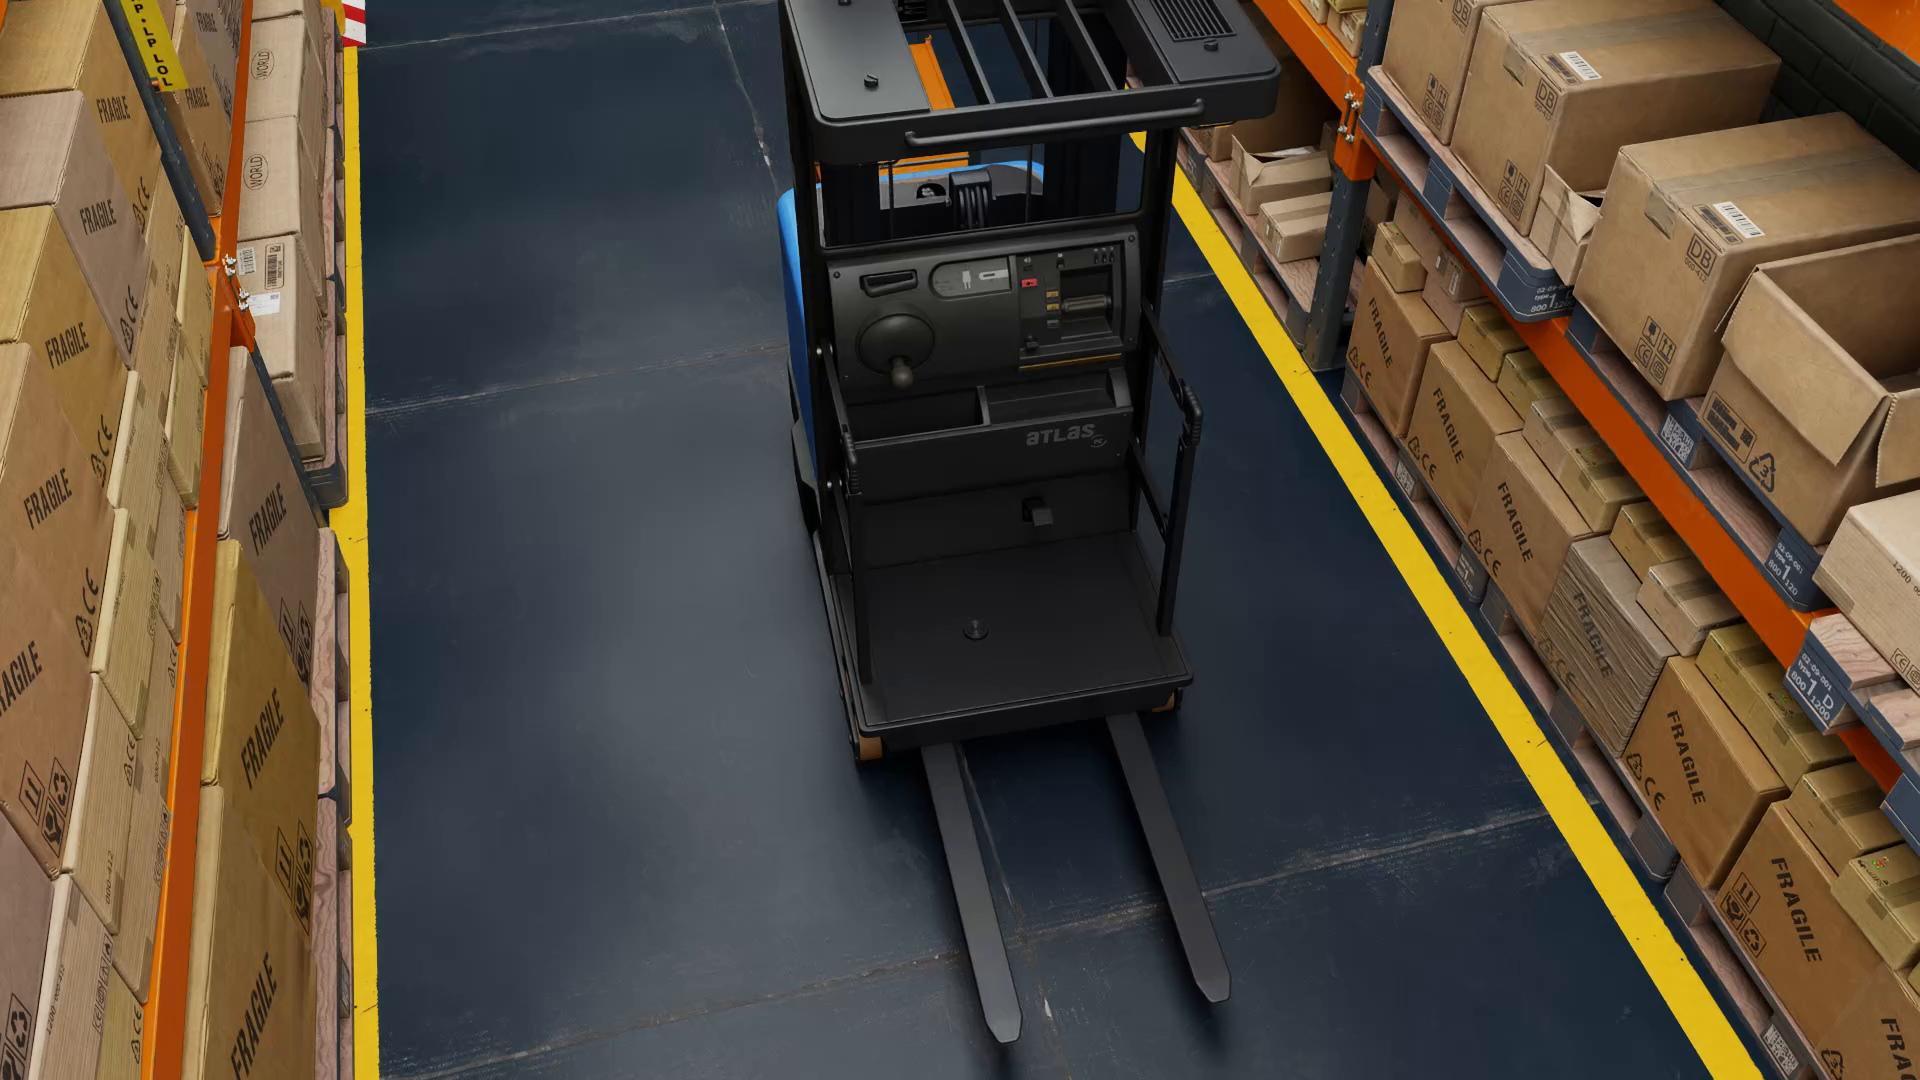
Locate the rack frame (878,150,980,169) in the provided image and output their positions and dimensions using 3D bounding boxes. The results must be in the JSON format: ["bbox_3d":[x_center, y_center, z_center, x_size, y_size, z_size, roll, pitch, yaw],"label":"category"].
[{"bbox_3d":[-0.172,-1.056,6.498,0.500,1.125,0.032,-8,46,-8],"label":"rack frame"}]

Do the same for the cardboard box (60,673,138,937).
[{"bbox_3d":[-1.974,0.577,3.339,0.500,0.250,0.500,-11,47,-10],"label":"cardboard box"}]

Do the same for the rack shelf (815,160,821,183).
[{"bbox_3d":[-0.274,-1.241,7.021,0.538,0.278,1.000,-8,46,-8],"label":"rack shelf"}]

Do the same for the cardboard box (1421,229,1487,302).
[{"bbox_3d":[1.884,-1.010,5.933,0.380,0.149,0.250,-13,47,-12],"label":"cardboard box"}]

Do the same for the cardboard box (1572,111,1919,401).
[{"bbox_3d":[2.178,-0.782,4.552,0.700,0.500,0.500,-11,47,-11],"label":"cardboard box"}]

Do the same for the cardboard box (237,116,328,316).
[{"bbox_3d":[-3.147,-1.285,6.909,0.875,0.438,0.875,-12,47,-11],"label":"cardboard box"}]

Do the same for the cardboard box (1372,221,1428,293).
[{"bbox_3d":[1.771,-1.077,6.207,0.380,0.149,0.250,-9,46,-8],"label":"cardboard box"}]

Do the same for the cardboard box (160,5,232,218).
[{"bbox_3d":[-2.728,-1.371,5.423,0.500,0.500,0.500,-9,46,-9],"label":"cardboard box"}]

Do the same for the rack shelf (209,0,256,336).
[{"bbox_3d":[-3.372,-2.093,6.704,1.077,0.370,4.000,-11,47,-10],"label":"rack shelf"}]

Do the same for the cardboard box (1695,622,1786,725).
[{"bbox_3d":[2.377,0.359,4.800,0.380,0.149,0.250,-11,47,-11],"label":"cardboard box"}]

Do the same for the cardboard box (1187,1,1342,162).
[{"bbox_3d":[1.425,-2.154,7.717,0.700,0.500,0.500,-12,47,-12],"label":"cardboard box"}]

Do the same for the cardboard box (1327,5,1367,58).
[{"bbox_3d":[1.611,-1.960,6.246,0.380,0.149,0.250,-10,46,-10],"label":"cardboard box"}]

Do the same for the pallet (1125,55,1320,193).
[{"bbox_3d":[1.446,-2.216,8.274,1.003,0.211,1.213,-11,47,-10],"label":"pallet"}]

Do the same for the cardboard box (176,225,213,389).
[{"bbox_3d":[-2.502,-0.648,4.889,0.500,0.250,0.500,-12,47,-11],"label":"cardboard box"}]

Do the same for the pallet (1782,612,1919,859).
[{"bbox_3d":[2.719,0.500,3.794,1.213,0.211,1.003,-11,47,-10],"label":"pallet"}]

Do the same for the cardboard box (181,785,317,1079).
[{"bbox_3d":[-2.157,1.286,4.083,0.875,0.875,0.875,-10,46,-10],"label":"cardboard box"}]

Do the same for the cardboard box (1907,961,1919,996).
[{"bbox_3d":[2.590,1.094,4.080,0.380,0.149,0.250,-13,47,-12],"label":"cardboard box"}]

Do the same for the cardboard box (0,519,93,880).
[{"bbox_3d":[-1.980,0.327,3.059,0.500,0.500,0.500,-9,46,-9],"label":"cardboard box"}]

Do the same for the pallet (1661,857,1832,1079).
[{"bbox_3d":[2.806,1.341,4.788,1.003,0.211,1.213,-11,47,-10],"label":"pallet"}]

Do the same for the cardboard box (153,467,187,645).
[{"bbox_3d":[-2.262,0.056,4.200,0.500,0.250,0.500,-12,47,-11],"label":"cardboard box"}]

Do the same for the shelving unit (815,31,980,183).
[{"bbox_3d":[-0.274,-1.412,6.846,0.538,1.125,1.048,-8,46,-8],"label":"shelving unit"}]

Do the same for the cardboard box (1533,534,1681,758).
[{"bbox_3d":[2.239,0.300,5.312,0.500,0.500,0.500,-12,47,-12],"label":"cardboard box"}]

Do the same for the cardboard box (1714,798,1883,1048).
[{"bbox_3d":[2.527,1.016,4.611,0.500,0.500,0.500,-11,47,-11],"label":"cardboard box"}]

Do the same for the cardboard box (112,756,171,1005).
[{"bbox_3d":[-1.996,0.752,3.518,0.500,0.250,0.500,-9,46,-9],"label":"cardboard box"}]

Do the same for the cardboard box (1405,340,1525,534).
[{"bbox_3d":[1.989,-0.405,6.003,0.500,0.500,0.500,-11,47,-11],"label":"cardboard box"}]

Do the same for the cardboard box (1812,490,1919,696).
[{"bbox_3d":[2.378,0.124,3.839,0.500,0.250,0.500,-13,47,-12],"label":"cardboard box"}]

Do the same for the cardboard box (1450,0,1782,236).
[{"bbox_3d":[1.977,-1.323,5.083,0.700,0.500,0.500,-10,46,-10],"label":"cardboard box"}]

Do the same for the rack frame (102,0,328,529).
[{"bbox_3d":[-2.860,-0.964,5.094,1.000,3.000,0.127,-11,47,-10],"label":"rack frame"}]

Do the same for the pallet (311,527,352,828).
[{"bbox_3d":[-2.590,0.531,5.582,1.003,0.211,1.213,-11,47,-10],"label":"pallet"}]

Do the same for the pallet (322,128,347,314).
[{"bbox_3d":[-3.295,-1.371,7.446,1.003,0.211,1.213,-11,47,-10],"label":"pallet"}]

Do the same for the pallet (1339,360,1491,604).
[{"bbox_3d":[2.182,-0.343,6.439,1.003,0.211,1.213,-11,47,-10],"label":"pallet"}]

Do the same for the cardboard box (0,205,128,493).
[{"bbox_3d":[-2.253,-0.377,3.749,0.500,0.500,0.500,-9,46,-9],"label":"cardboard box"}]

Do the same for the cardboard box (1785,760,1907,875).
[{"bbox_3d":[2.465,0.721,4.445,0.380,0.149,0.250,-12,47,-12],"label":"cardboard box"}]

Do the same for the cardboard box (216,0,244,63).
[{"bbox_3d":[-2.973,-2.063,6.102,0.500,0.500,0.500,-10,47,-10],"label":"cardboard box"}]

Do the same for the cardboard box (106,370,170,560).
[{"bbox_3d":[-2.239,-0.126,4.028,0.500,0.250,0.500,-10,46,-9],"label":"cardboard box"}]

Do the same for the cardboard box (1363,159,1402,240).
[{"bbox_3d":[1.996,-1.579,7.286,0.500,0.311,0.500,-9,46,-9],"label":"cardboard box"}]

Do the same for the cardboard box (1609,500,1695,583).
[{"bbox_3d":[2.264,-0.006,5.157,0.380,0.149,0.250,-11,47,-10],"label":"cardboard box"}]

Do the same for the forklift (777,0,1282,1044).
[{"bbox_3d":[0.126,-0.590,4.776,1.130,2.935,3.031,-8,46,-8],"label":"forklift"}]

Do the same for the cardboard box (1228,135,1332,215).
[{"bbox_3d":[1.419,-1.641,7.379,0.396,0.266,0.258,-9,46,-9],"label":"cardboard box"}]

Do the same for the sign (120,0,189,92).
[{"bbox_3d":[-2.338,-1.447,4.813,0.100,0.325,0.005,-11,47,-10],"label":"sign"}]

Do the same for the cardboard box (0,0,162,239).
[{"bbox_3d":[-2.503,-1.086,4.444,0.500,0.500,0.500,-9,46,-9],"label":"cardboard box"}]

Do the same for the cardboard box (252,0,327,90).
[{"bbox_3d":[-3.619,-2.538,8.137,0.875,0.438,0.875,-12,47,-12],"label":"cardboard box"}]

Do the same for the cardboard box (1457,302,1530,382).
[{"bbox_3d":[1.994,-0.724,5.862,0.380,0.149,0.250,-13,47,-12],"label":"cardboard box"}]

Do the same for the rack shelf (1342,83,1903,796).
[{"bbox_3d":[2.449,-0.241,4.890,1.077,0.370,4.000,-11,47,-10],"label":"rack shelf"}]

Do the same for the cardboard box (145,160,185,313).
[{"bbox_3d":[-2.513,-0.826,4.715,0.500,0.250,0.500,-11,47,-10],"label":"cardboard box"}]

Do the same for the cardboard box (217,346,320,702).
[{"bbox_3d":[-2.624,0.046,5.298,0.875,0.875,0.875,-9,46,-9],"label":"cardboard box"}]

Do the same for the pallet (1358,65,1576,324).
[{"bbox_3d":[2.036,-1.235,5.495,1.003,0.211,1.213,-11,47,-10],"label":"pallet"}]

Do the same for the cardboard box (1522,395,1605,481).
[{"bbox_3d":[2.105,-0.358,5.503,0.380,0.149,0.250,-11,47,-10],"label":"cardboard box"}]
